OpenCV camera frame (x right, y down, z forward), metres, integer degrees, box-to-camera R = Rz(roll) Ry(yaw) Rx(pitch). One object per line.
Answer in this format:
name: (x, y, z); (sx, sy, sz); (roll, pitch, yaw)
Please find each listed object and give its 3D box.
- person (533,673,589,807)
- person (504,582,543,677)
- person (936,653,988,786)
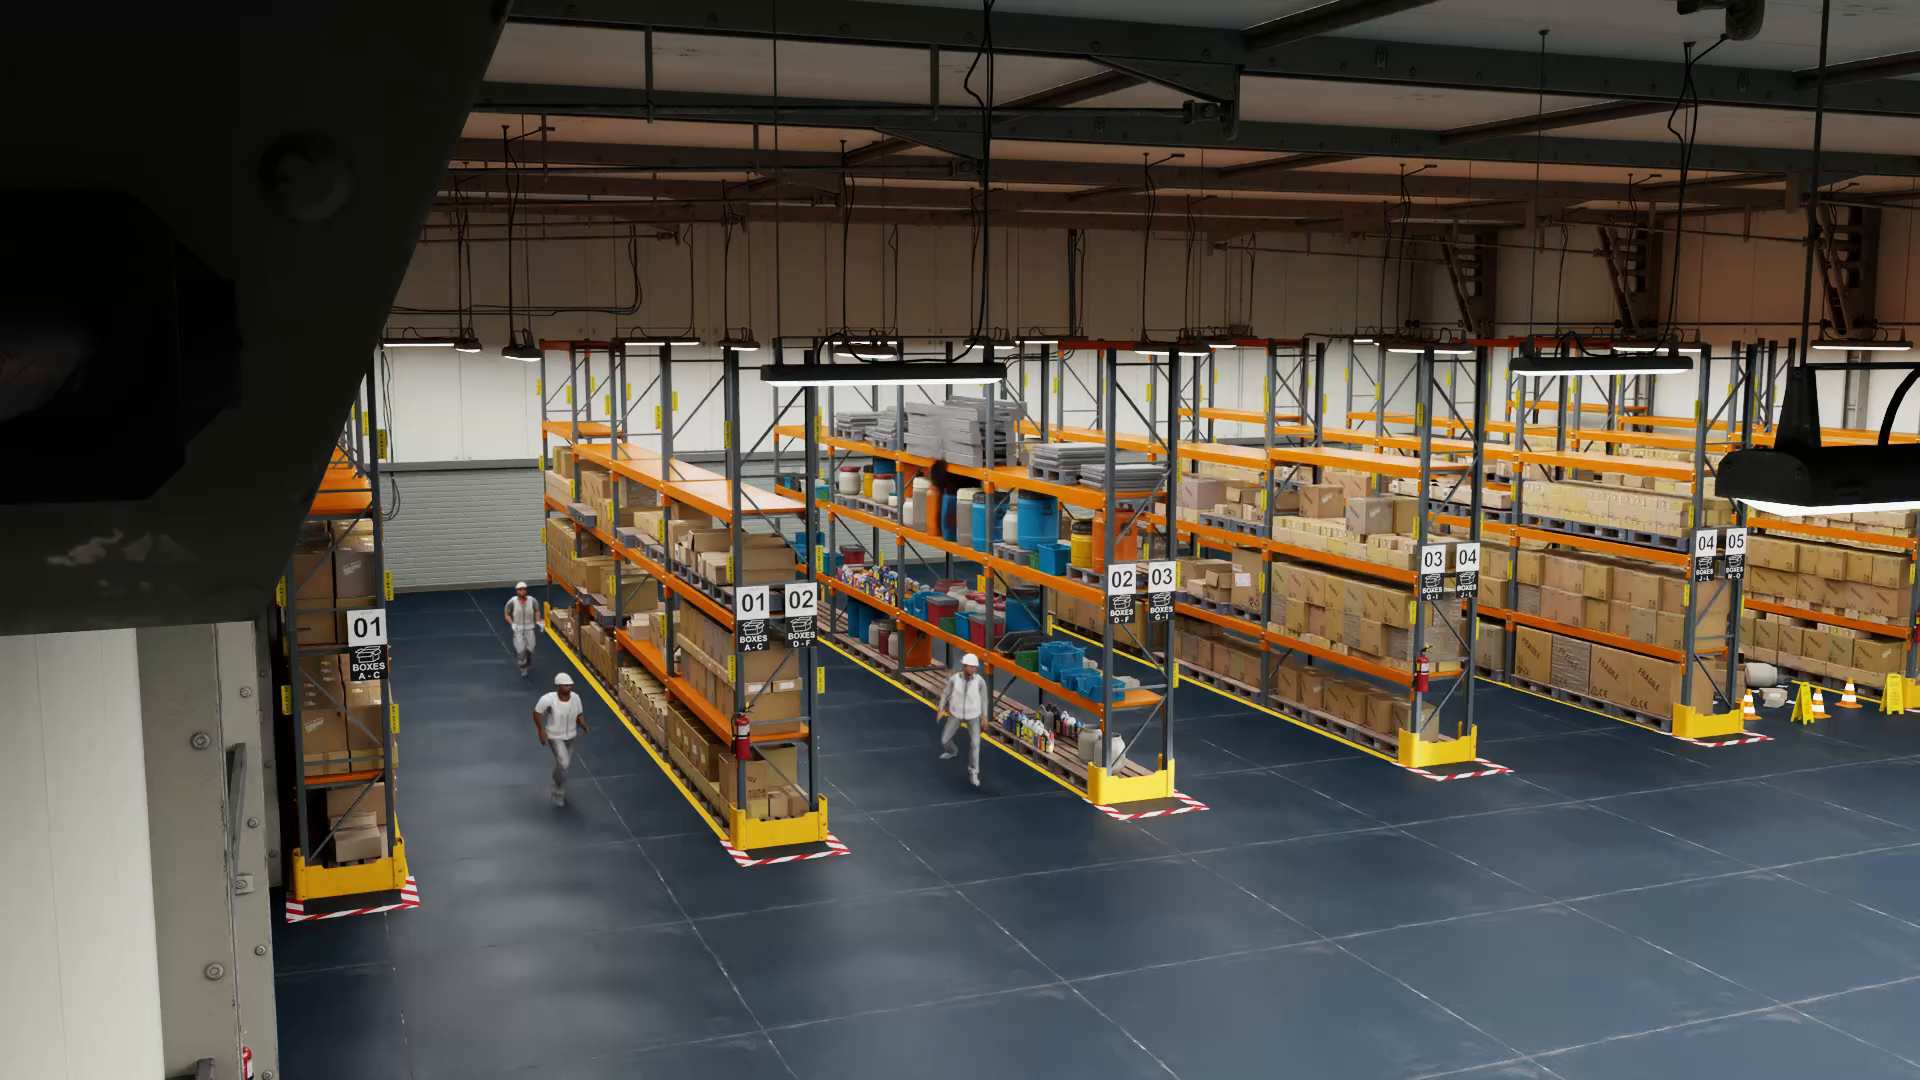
person: (-5.261, 2.634, 21.990); (0.820, 1.799, 0.615); (7, 10, 44)
person: (-7.838, 1.598, 29.874); (0.658, 1.728, 0.642); (-3, 8, -20)
person: (0.032, 2.431, 22.924); (0.709, 1.768, 0.759); (1, 7, 4)
